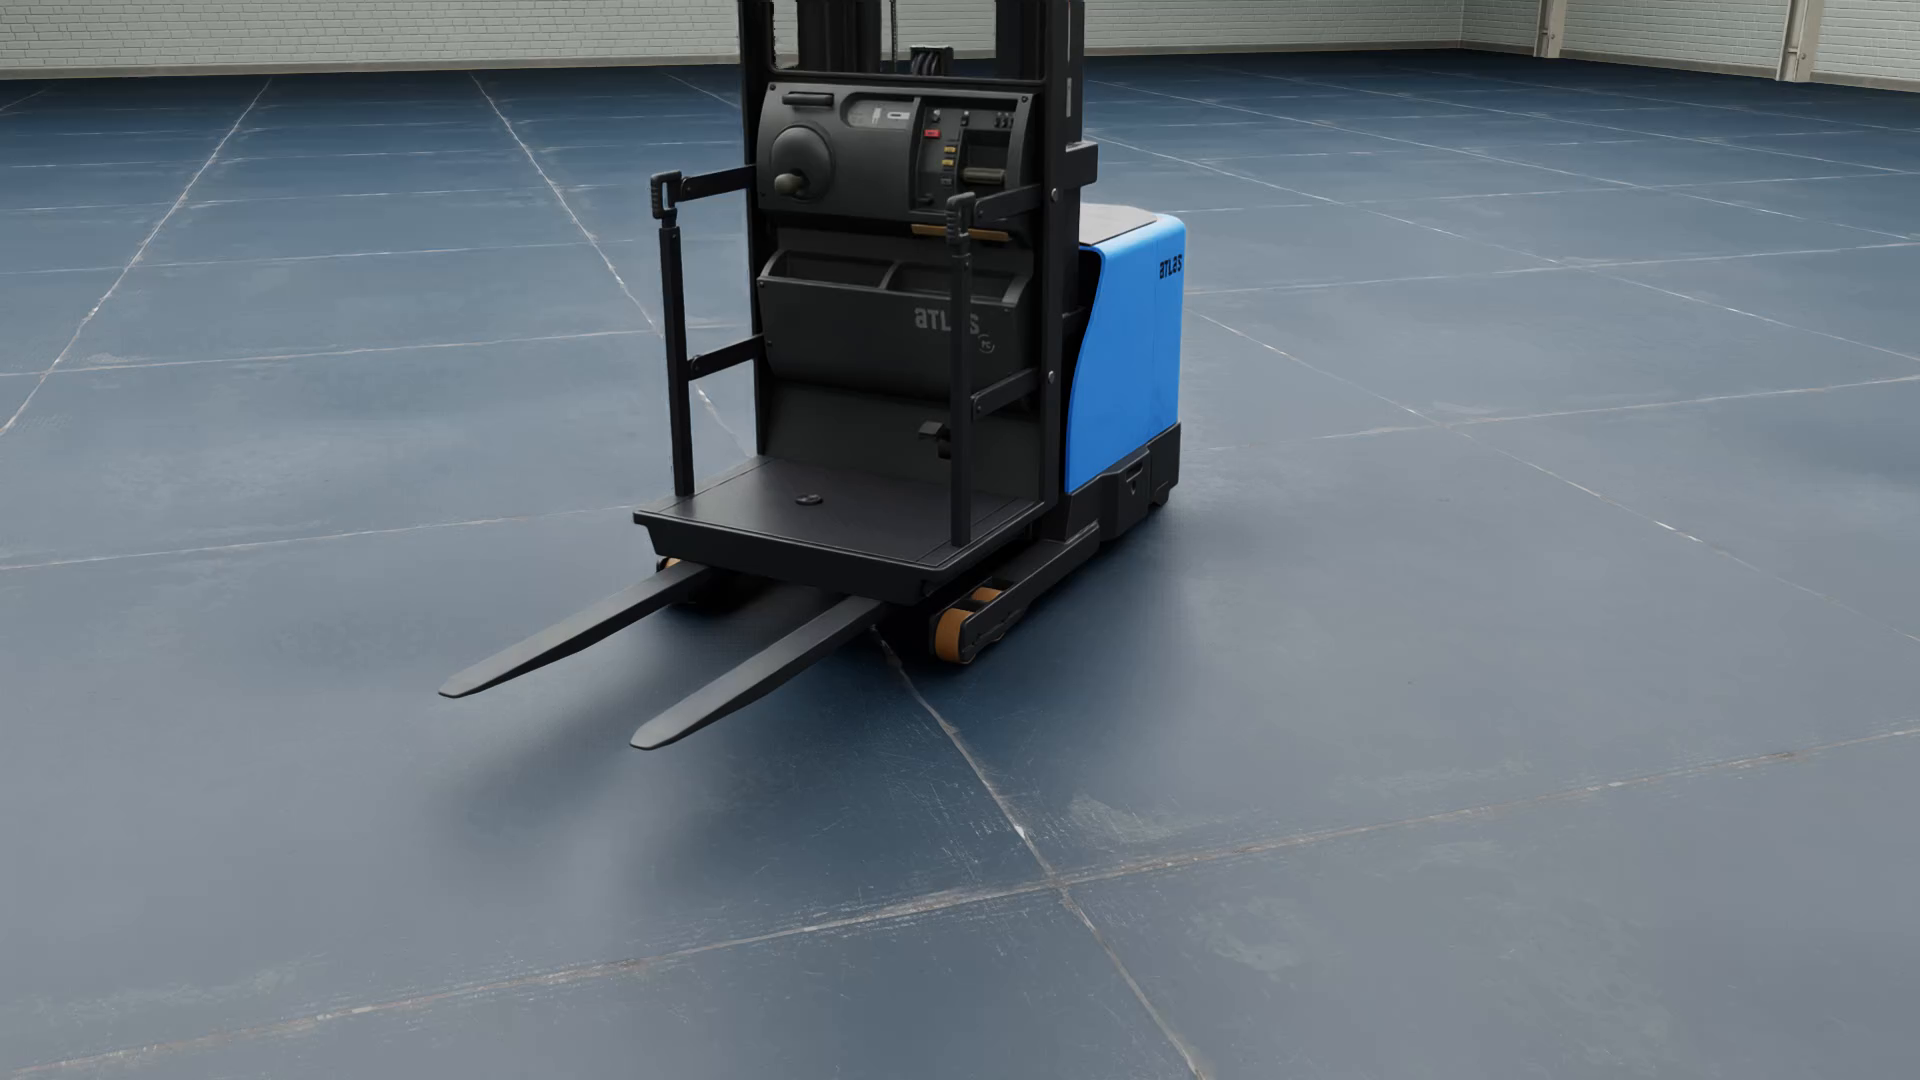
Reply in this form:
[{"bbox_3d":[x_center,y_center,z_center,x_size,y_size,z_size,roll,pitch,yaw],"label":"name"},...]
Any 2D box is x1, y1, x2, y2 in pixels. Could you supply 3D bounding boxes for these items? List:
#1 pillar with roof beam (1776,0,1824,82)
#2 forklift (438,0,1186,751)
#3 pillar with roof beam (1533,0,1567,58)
[{"bbox_3d":[8.692,-10.815,22.715,9.100,9.000,0.400,-6,21,-17],"label":"pillar with roof beam"},{"bbox_3d":[-0.309,-1.184,4.878,1.130,2.935,3.031,10,22,26],"label":"forklift"},{"bbox_3d":[6.806,-12.741,28.076,9.100,9.000,0.400,-6,21,-17],"label":"pillar with roof beam"}]
